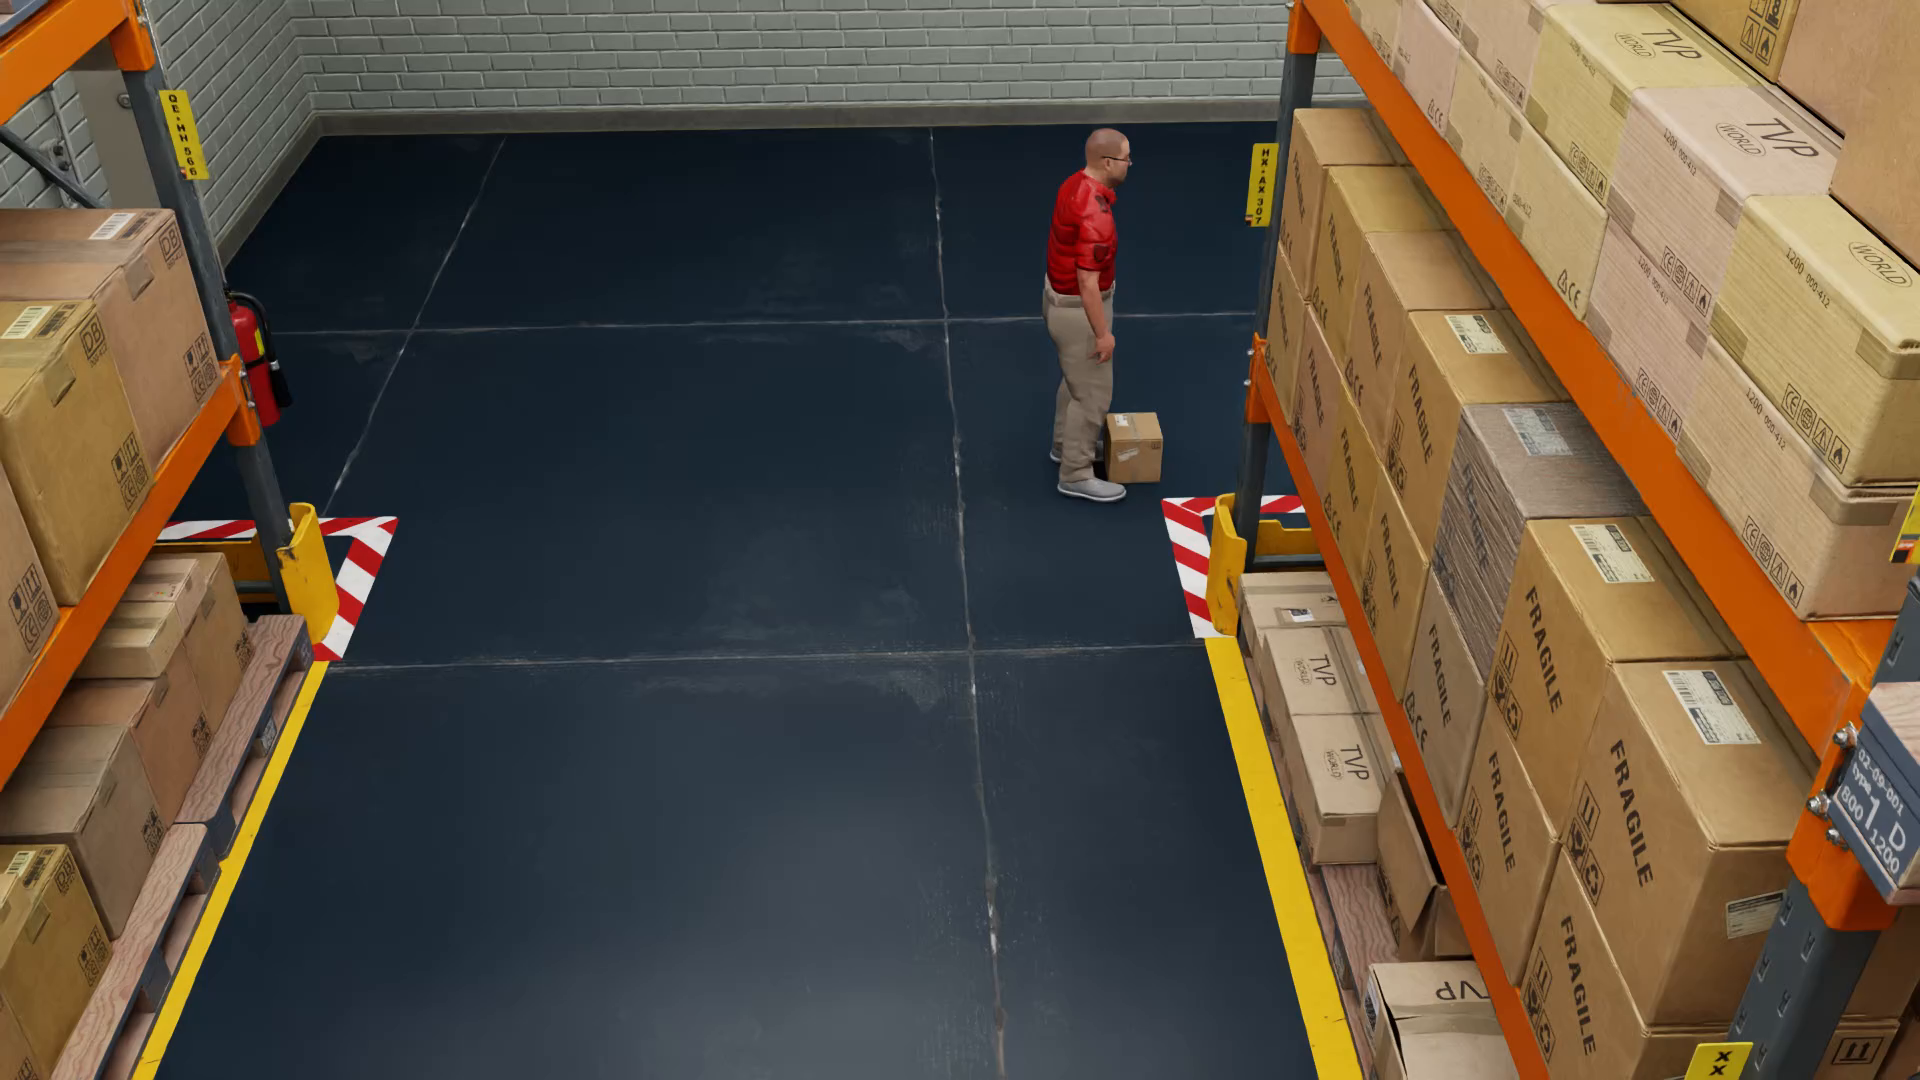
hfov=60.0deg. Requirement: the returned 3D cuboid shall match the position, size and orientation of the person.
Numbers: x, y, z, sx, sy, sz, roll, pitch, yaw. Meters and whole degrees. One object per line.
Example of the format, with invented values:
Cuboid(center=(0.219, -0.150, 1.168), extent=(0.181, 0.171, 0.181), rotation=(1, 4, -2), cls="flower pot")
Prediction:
Cuboid(center=(0.586, -1.047, 7.651), extent=(0.396, 1.727, 0.606), rotation=(-3, 35, -5), cls="person")
